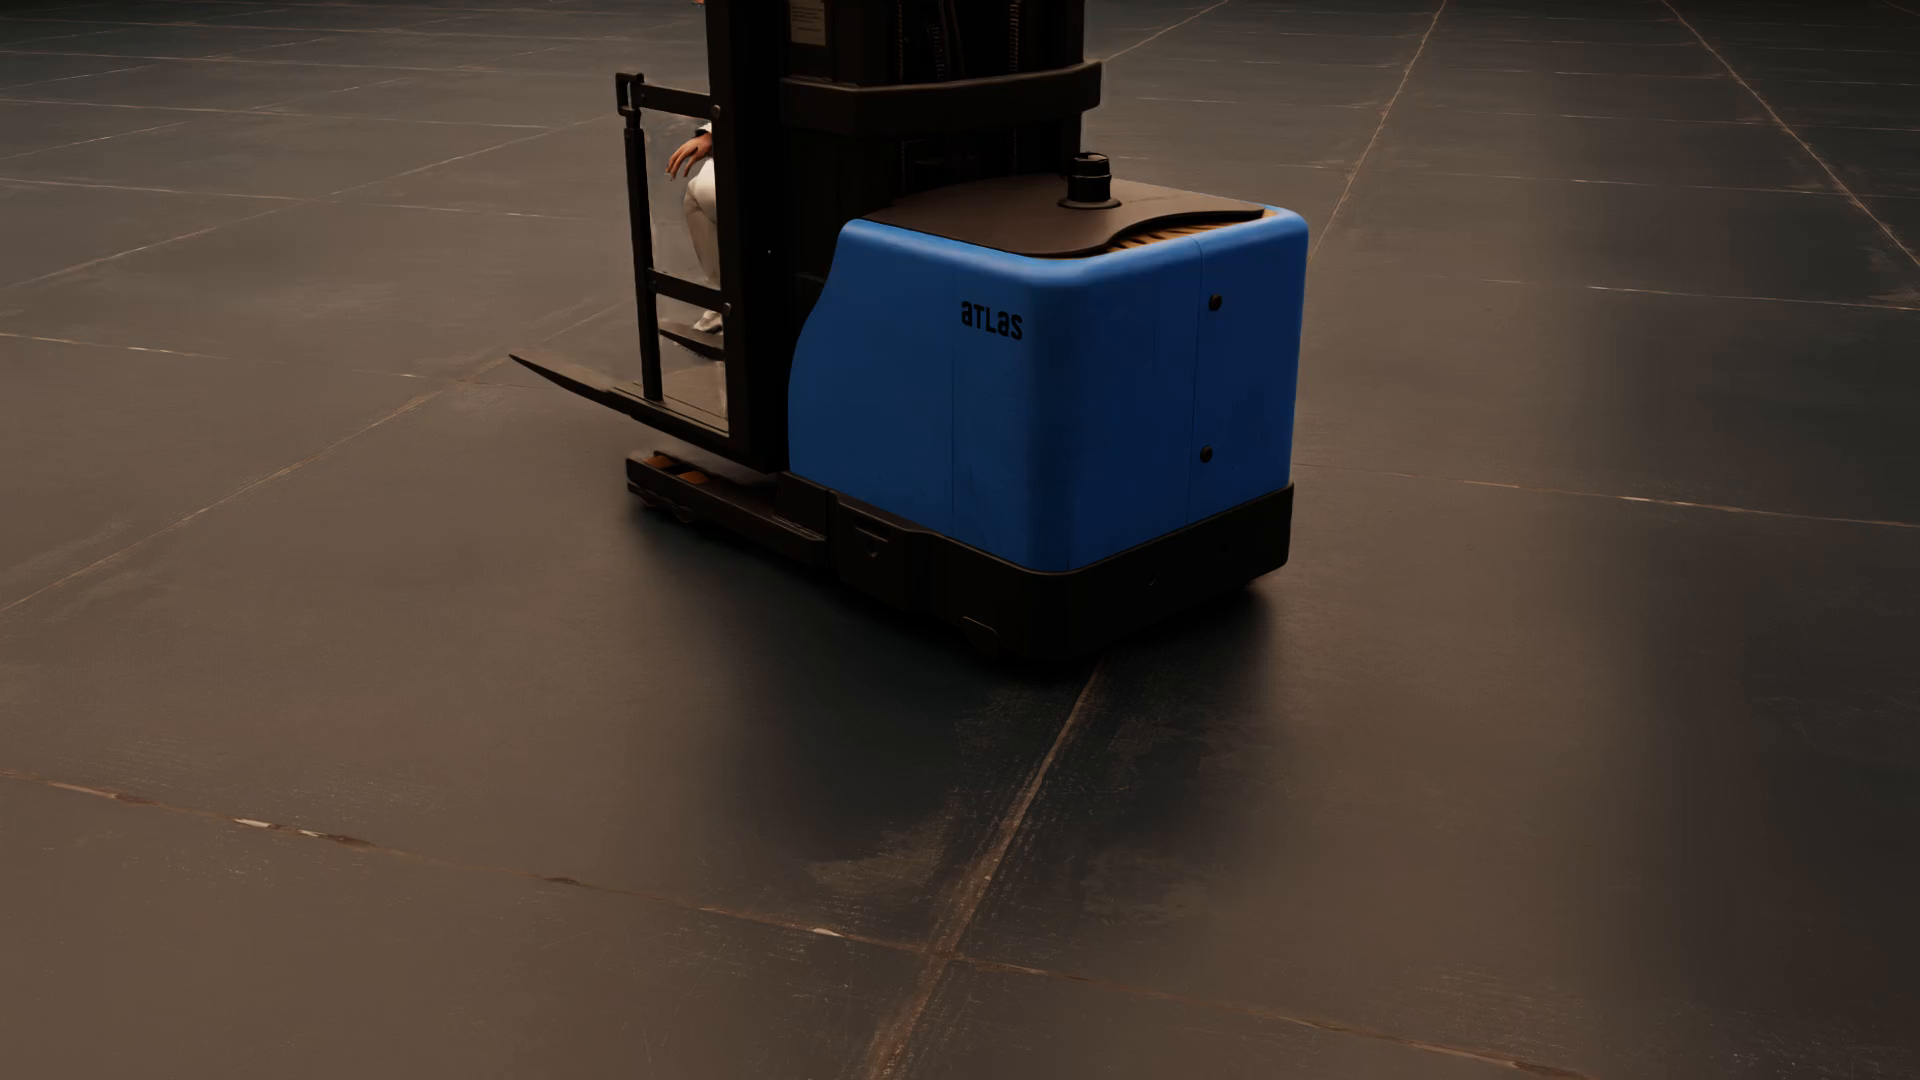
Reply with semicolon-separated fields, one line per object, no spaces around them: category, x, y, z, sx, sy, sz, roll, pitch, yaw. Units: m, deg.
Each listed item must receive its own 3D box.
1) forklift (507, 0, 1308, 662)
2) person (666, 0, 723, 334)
forklift;-0.427;-1.523;4.969;1.130;2.935;3.031;-20;29;-39
person;-0.924;-1.400;6.532;0.977;1.500;1.103;19;29;38
